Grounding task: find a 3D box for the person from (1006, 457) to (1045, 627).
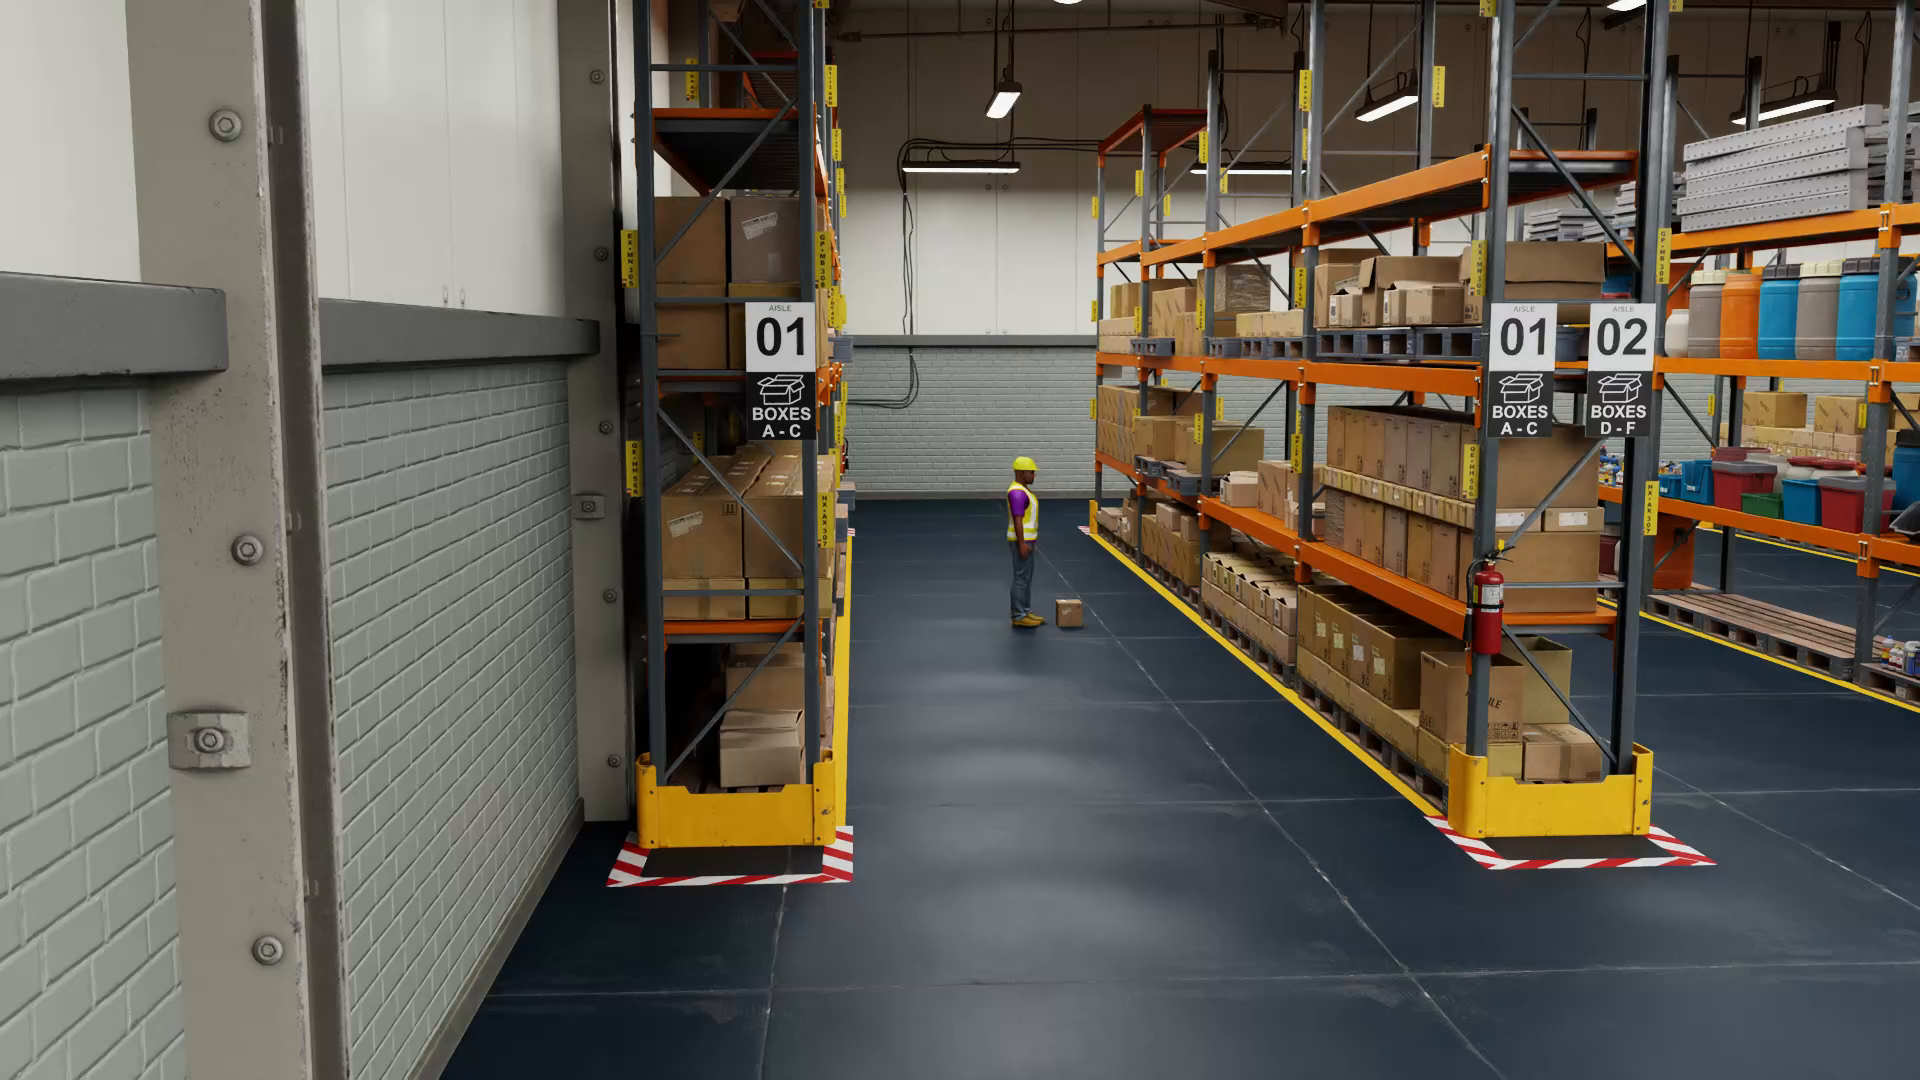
[{"bbox_3d":[0.686,0.015,17.425,0.408,1.767,0.606,1,7,5],"label":"person"}]
